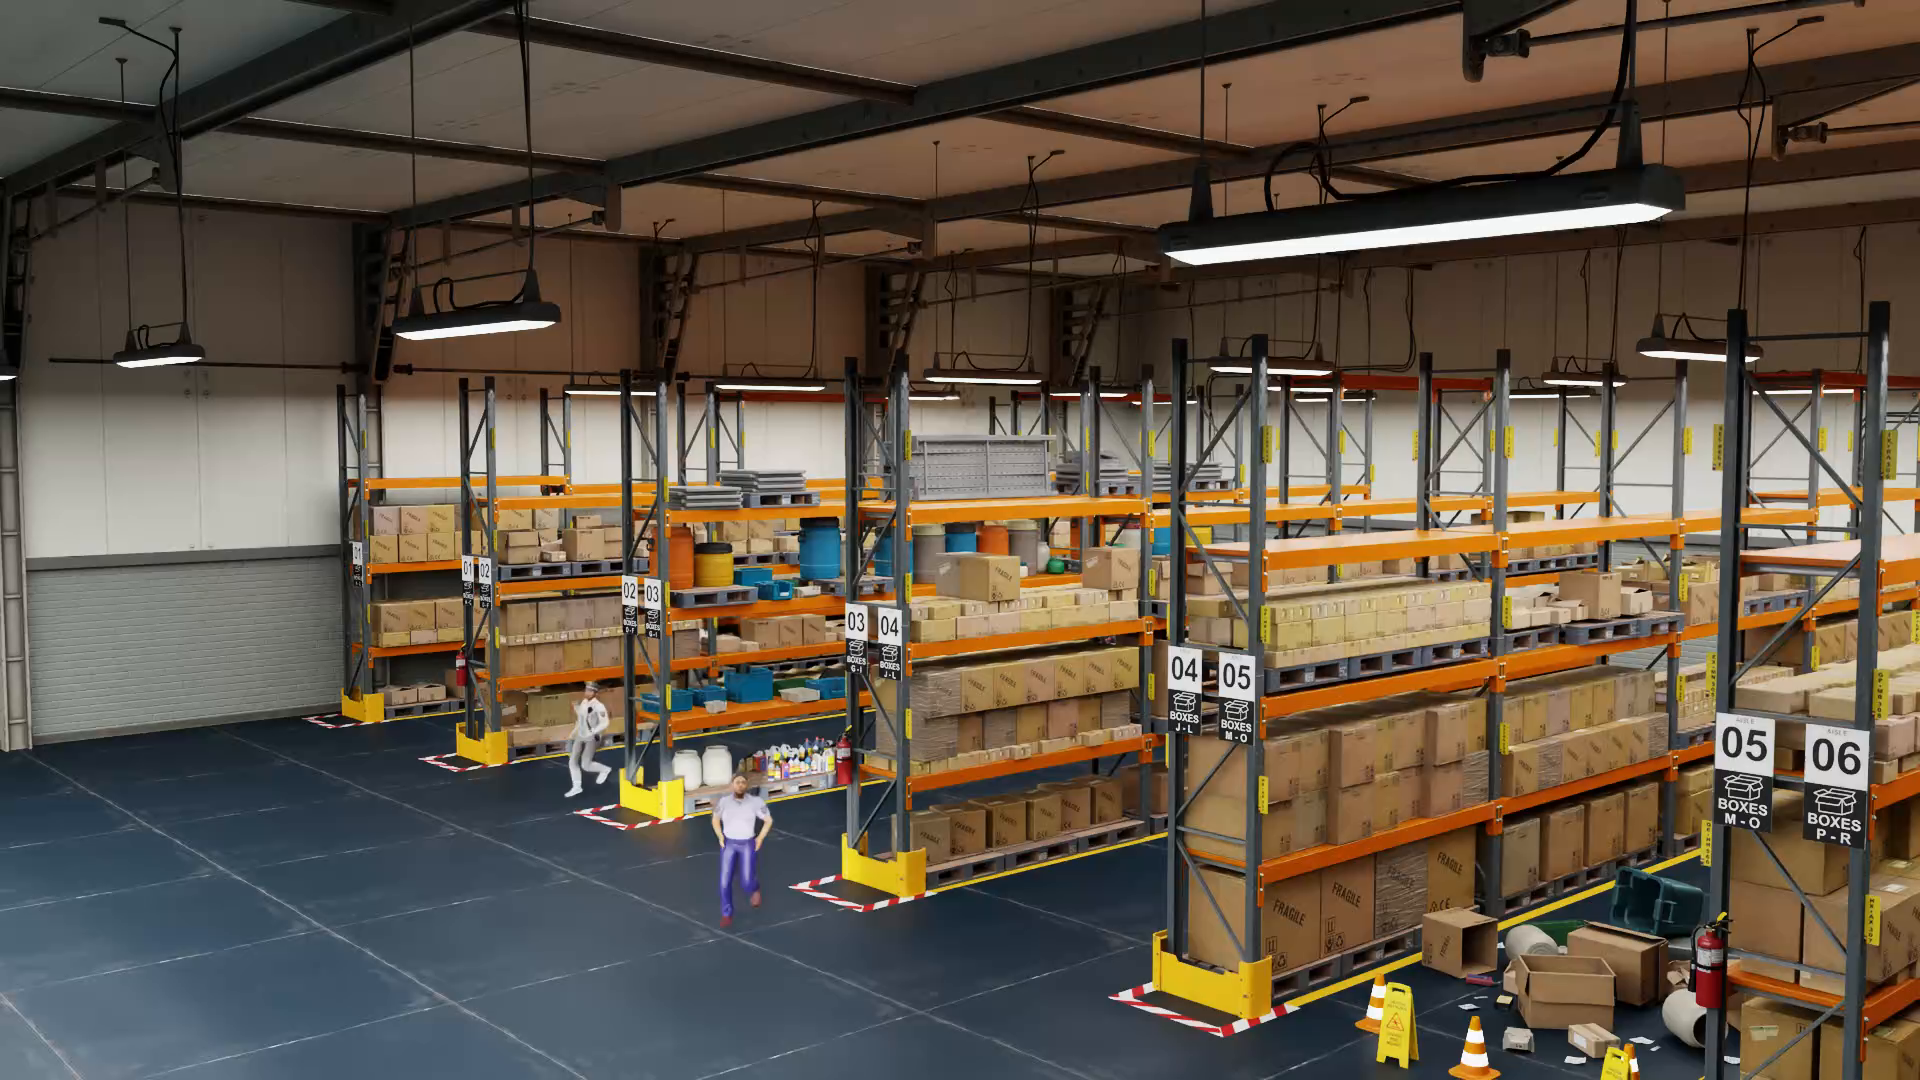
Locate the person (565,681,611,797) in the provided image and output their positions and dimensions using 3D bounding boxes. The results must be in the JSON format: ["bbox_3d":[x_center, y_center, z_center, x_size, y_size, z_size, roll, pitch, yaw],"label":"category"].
[{"bbox_3d":[-5.233,2.810,23.622,0.660,1.663,0.678,3,5,38],"label":"person"}]

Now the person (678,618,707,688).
[{"bbox_3d":[-5.028,2.247,31.170,0.664,1.734,0.589,3,5,42],"label":"person"}]

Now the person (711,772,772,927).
[{"bbox_3d":[-2.305,3.249,17.475,0.639,1.599,0.497,0,4,3],"label":"person"}]
